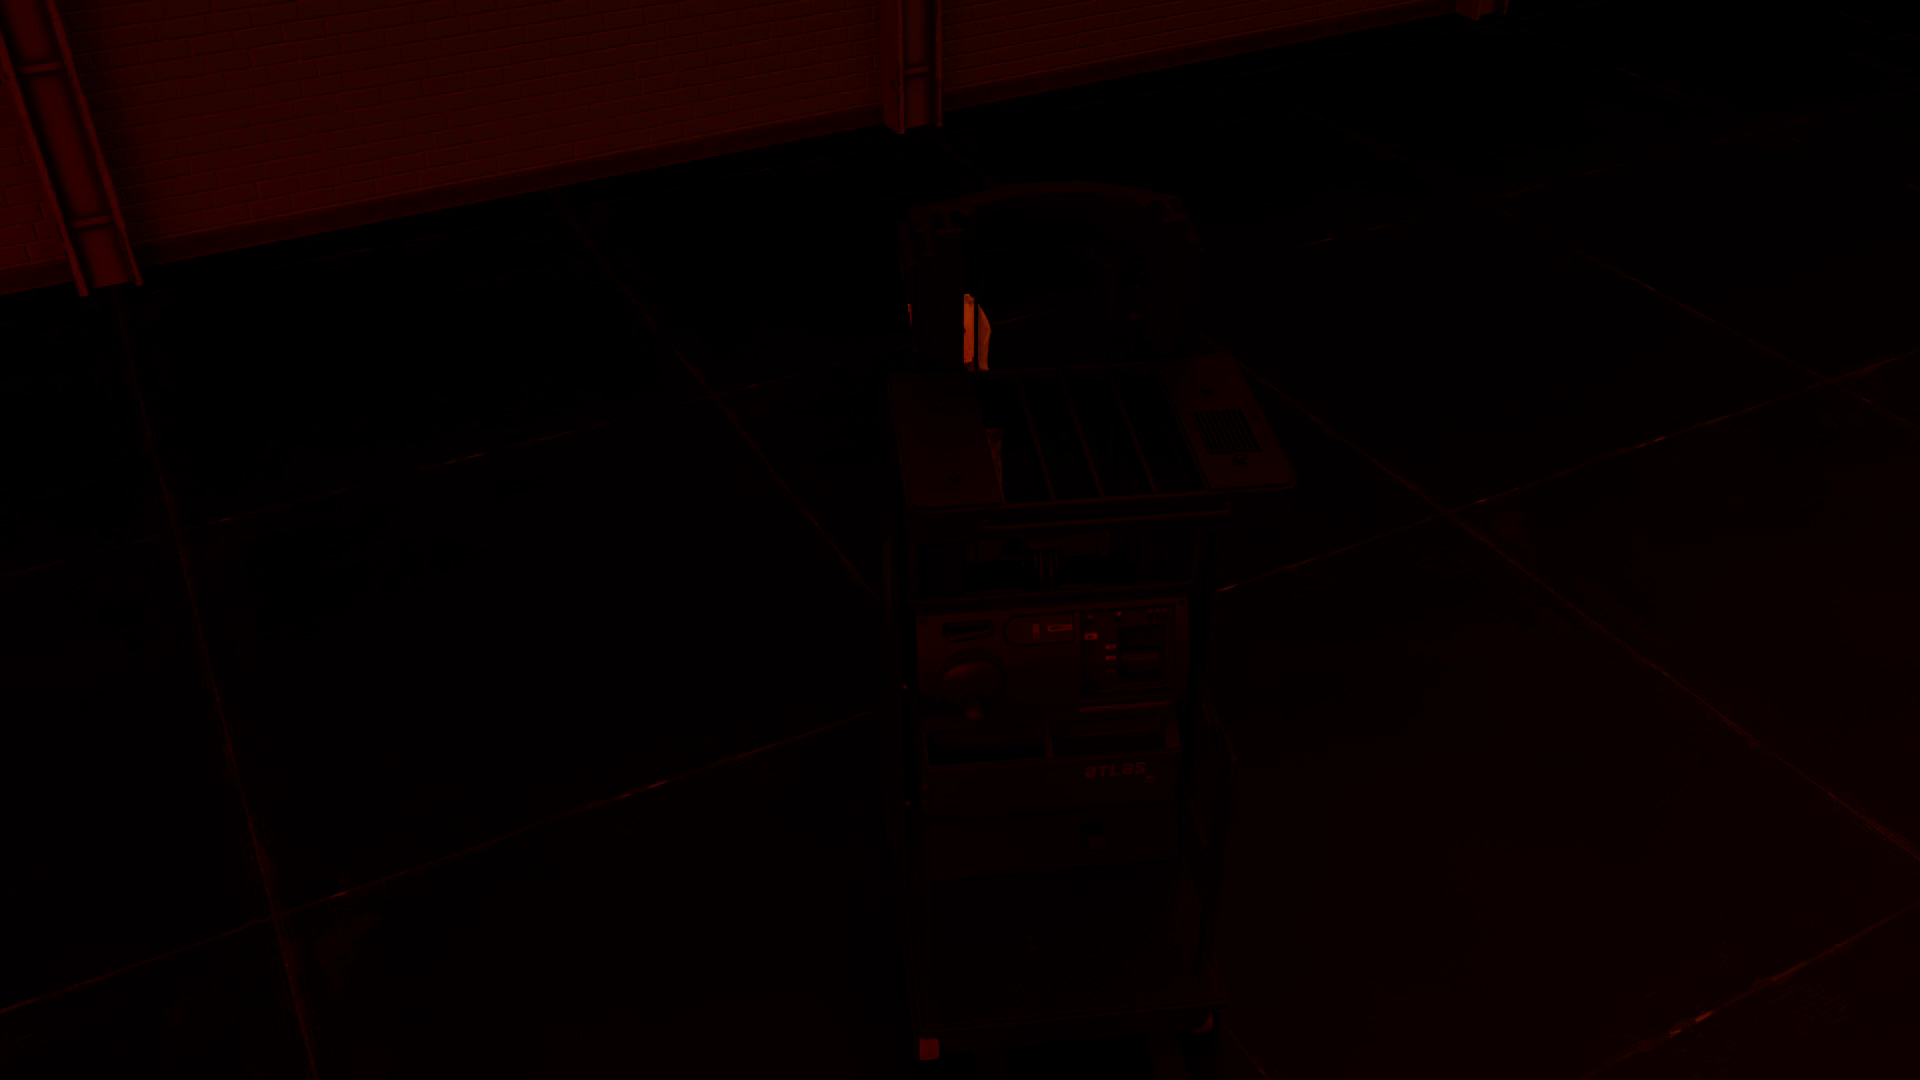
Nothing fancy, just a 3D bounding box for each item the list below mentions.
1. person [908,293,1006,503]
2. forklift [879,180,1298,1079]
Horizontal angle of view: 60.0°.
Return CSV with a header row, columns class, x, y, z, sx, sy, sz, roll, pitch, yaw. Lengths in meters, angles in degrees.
class,x,y,z,sx,sy,sz,roll,pitch,yaw
person,0.064,-0.743,8.172,0.575,1.768,0.666,-17,39,-23
forklift,0.345,0.464,5.466,1.130,2.935,3.031,-4,35,-6
